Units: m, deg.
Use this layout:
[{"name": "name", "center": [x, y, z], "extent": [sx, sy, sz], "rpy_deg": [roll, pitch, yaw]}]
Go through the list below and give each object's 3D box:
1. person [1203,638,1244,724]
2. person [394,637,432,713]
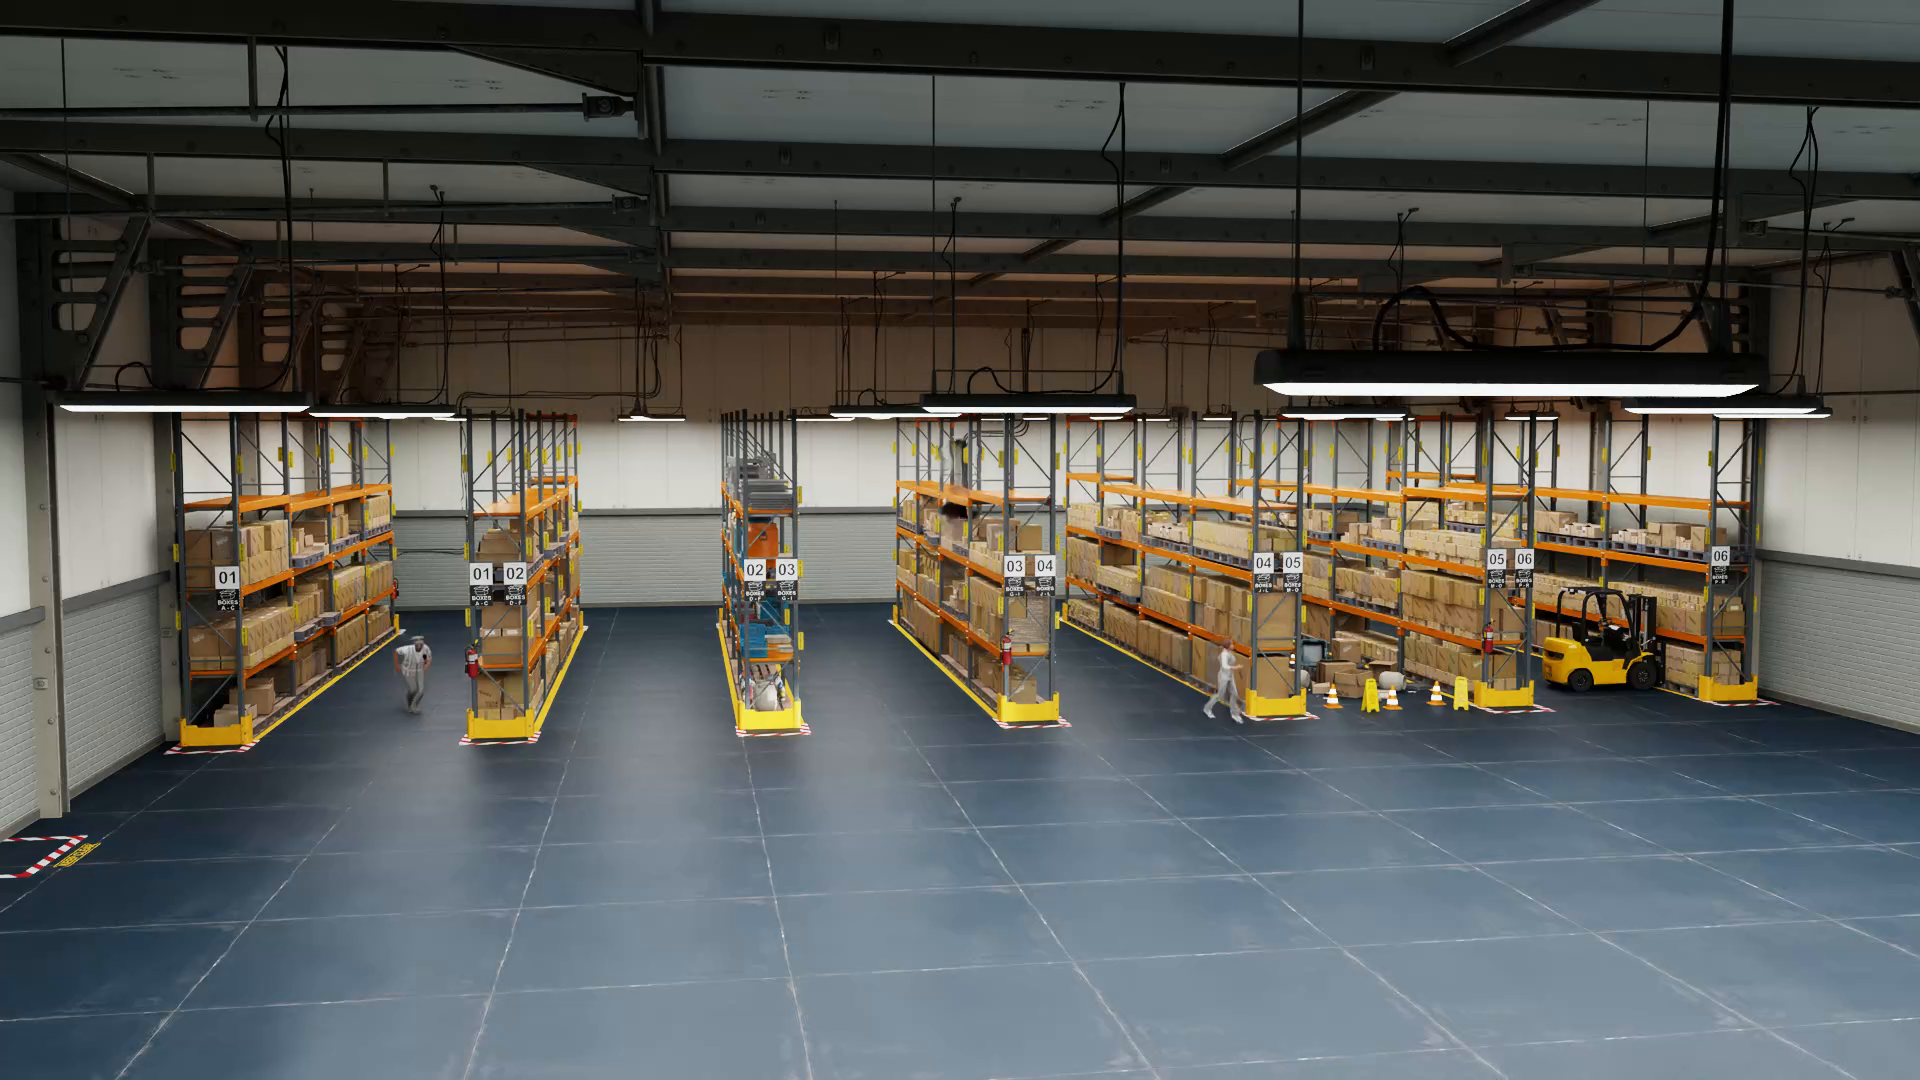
[{"name": "person", "center": [5.060, 2.690, 31.928], "extent": [0.807, 1.641, 0.532], "rpy_deg": [2, 5, 29]}, {"name": "person", "center": [-10.749, 2.659, 32.703], "extent": [0.694, 1.571, 0.887], "rpy_deg": [-3, 5, -35]}]
